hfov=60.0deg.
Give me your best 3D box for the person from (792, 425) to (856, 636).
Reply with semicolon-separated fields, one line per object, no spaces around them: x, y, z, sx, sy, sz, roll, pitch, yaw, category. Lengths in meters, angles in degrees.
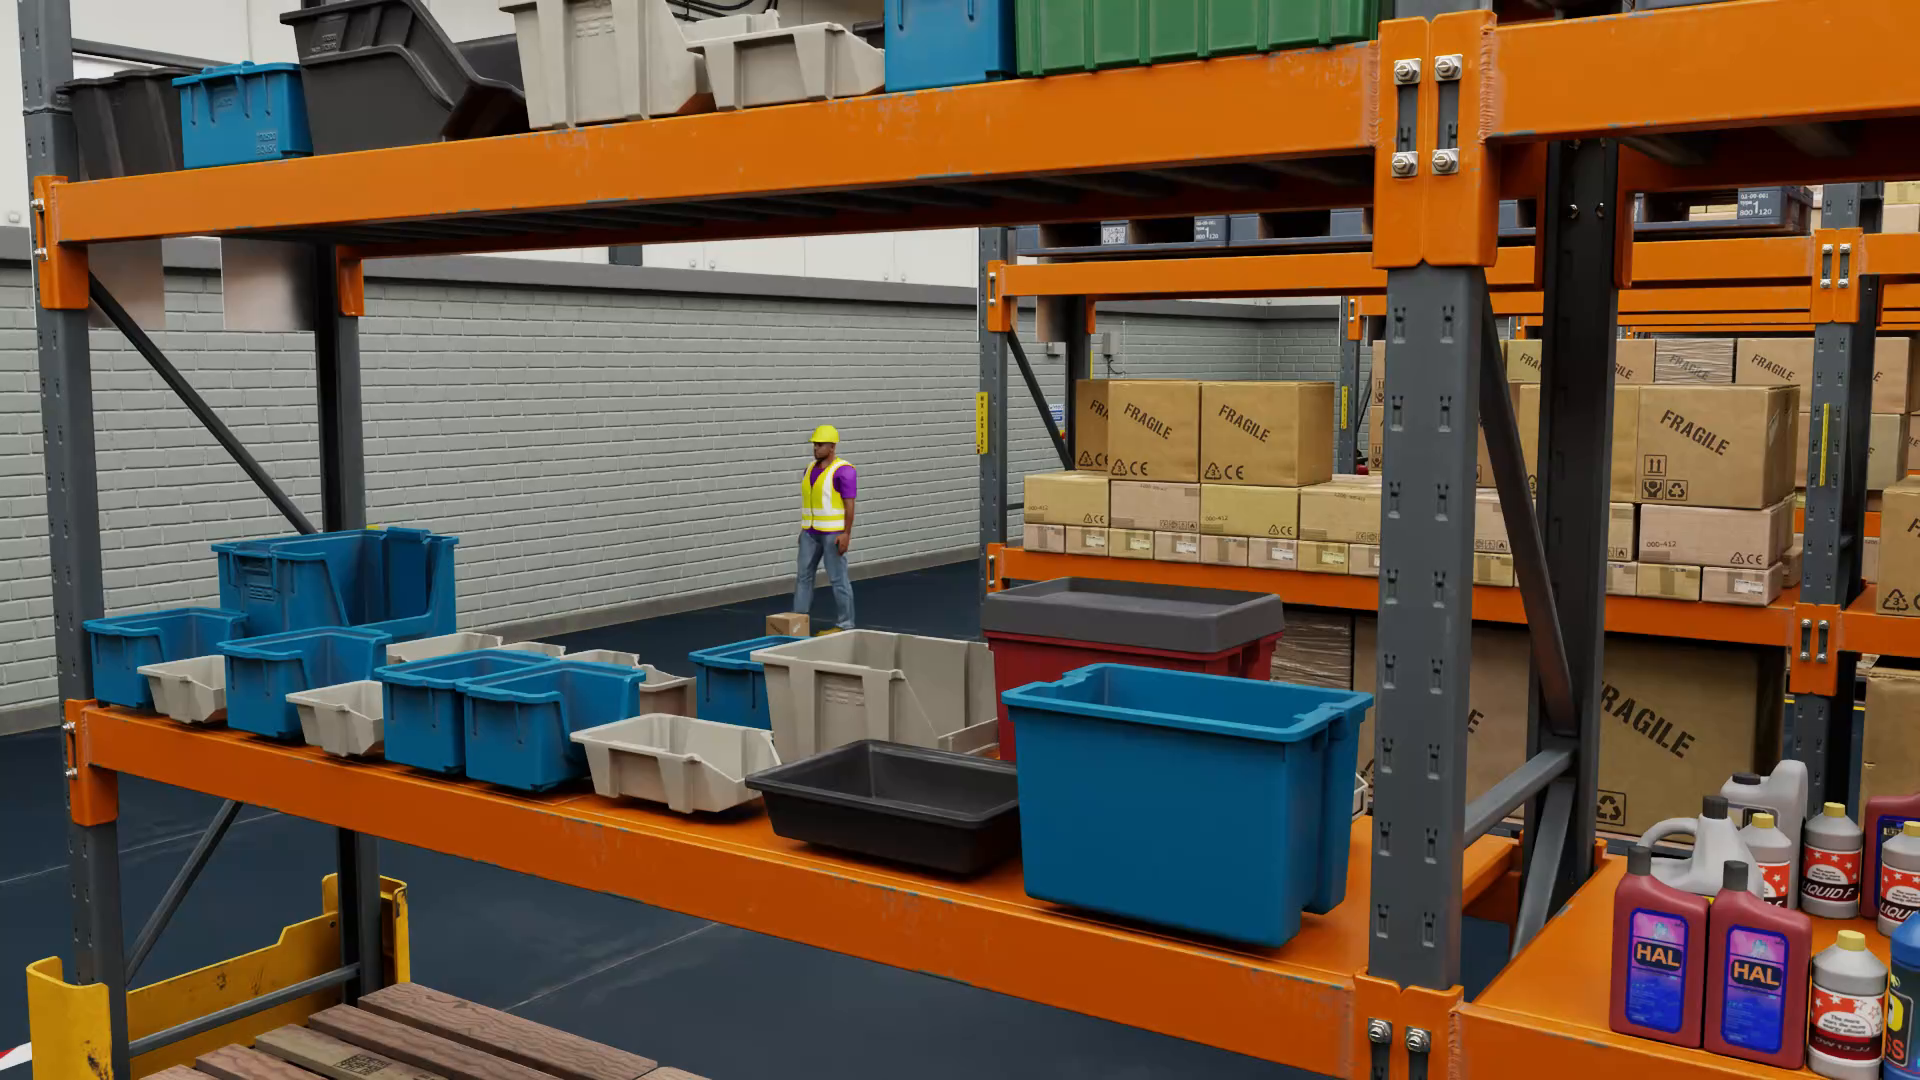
-1.193;-0.059;13.674;0.582;1.760;0.628;5;8;39;person
